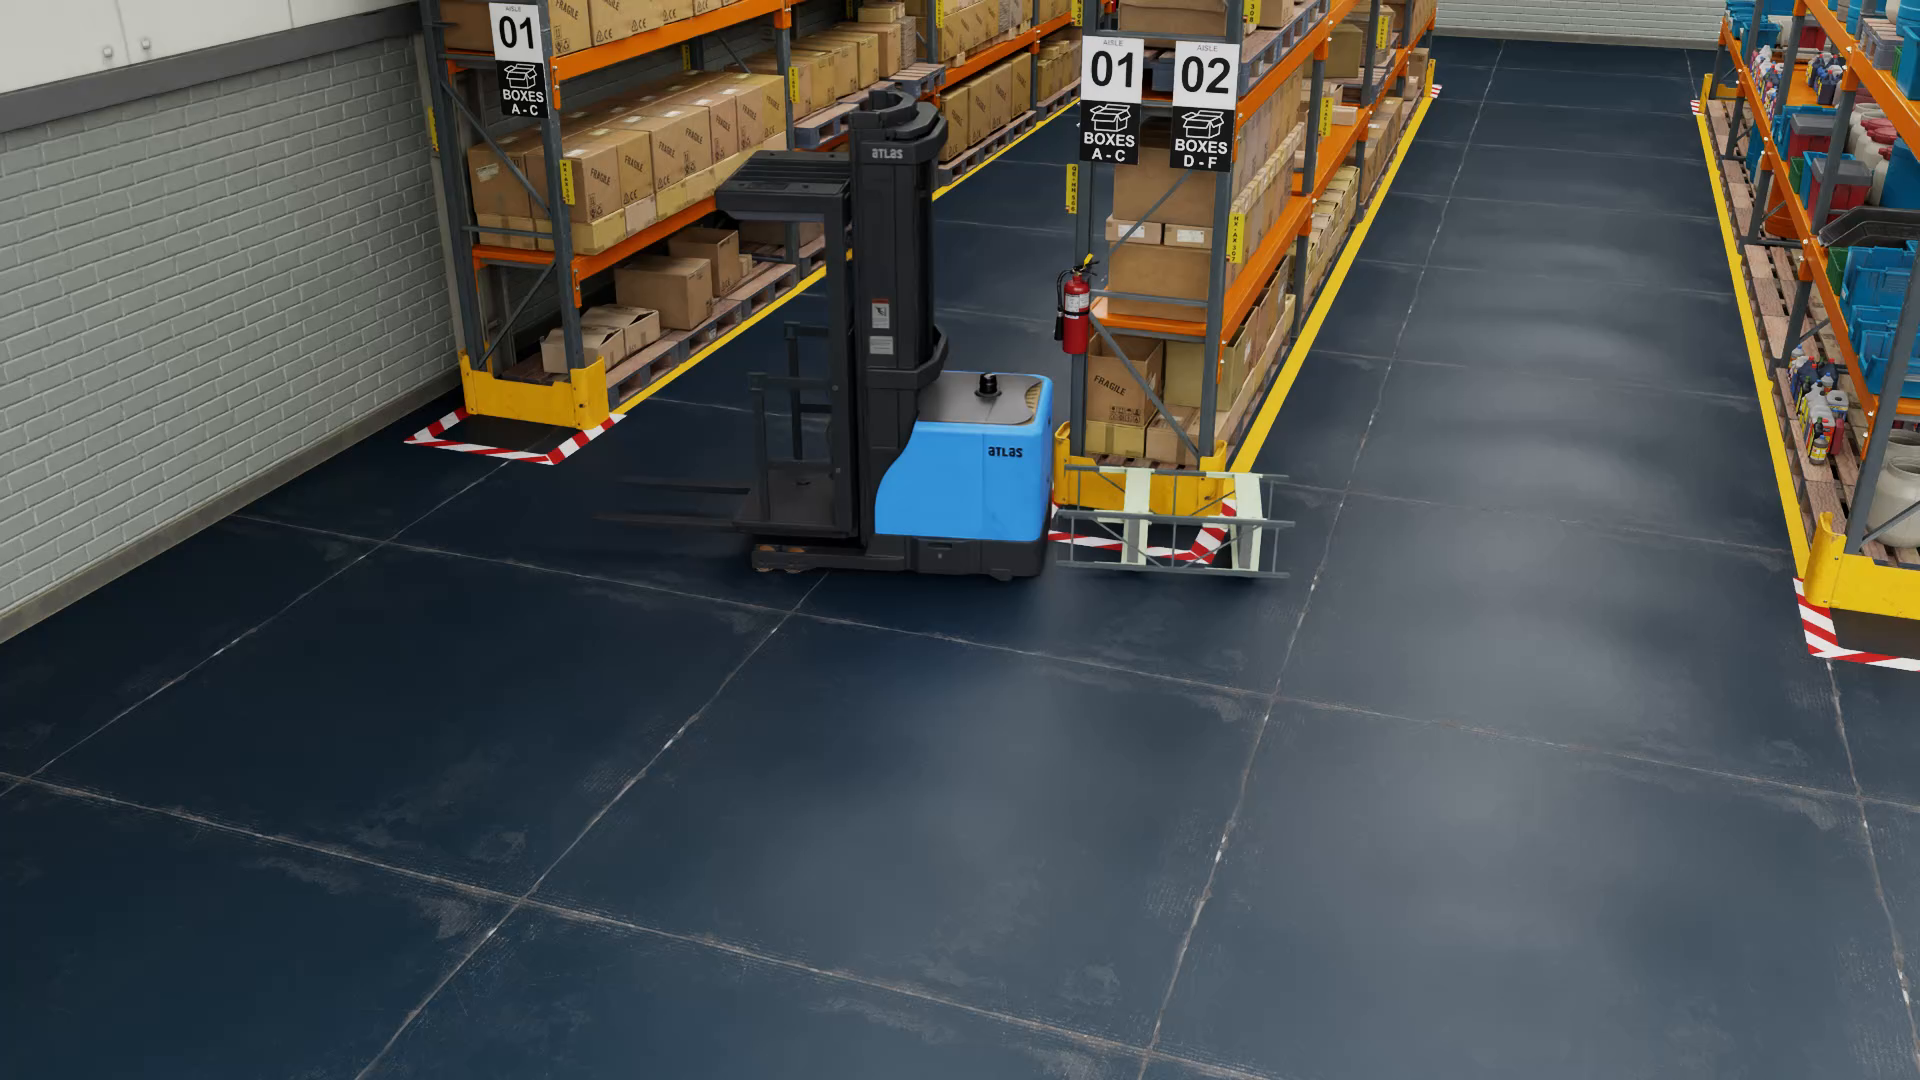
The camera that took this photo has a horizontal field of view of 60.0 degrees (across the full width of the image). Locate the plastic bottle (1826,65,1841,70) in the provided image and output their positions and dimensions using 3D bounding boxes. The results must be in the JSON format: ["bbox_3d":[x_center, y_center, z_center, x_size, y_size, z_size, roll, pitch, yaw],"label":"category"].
[{"bbox_3d":[9.808,-5.201,18.693,0.152,0.276,0.135,9,27,17],"label":"plastic bottle"}]

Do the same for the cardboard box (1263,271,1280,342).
[{"bbox_3d":[2.303,-1.913,13.571,0.500,0.500,0.500,9,27,17],"label":"cardboard box"}]

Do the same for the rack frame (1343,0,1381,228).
[{"bbox_3d":[3.922,-4.900,17.927,1.000,3.000,0.127,9,27,17],"label":"rack frame"}]

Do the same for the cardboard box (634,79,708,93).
[{"bbox_3d":[-2.610,-3.877,15.103,0.500,0.500,0.500,9,27,17],"label":"cardboard box"}]

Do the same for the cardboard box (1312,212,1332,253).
[{"bbox_3d":[3.306,-3.011,16.057,0.500,0.311,0.500,8,27,16],"label":"cardboard box"}]

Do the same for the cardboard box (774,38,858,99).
[{"bbox_3d":[-1.497,-4.924,17.357,0.700,0.500,0.500,13,29,24],"label":"cardboard box"}]

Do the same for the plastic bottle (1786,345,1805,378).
[{"bbox_3d":[6.742,-1.439,13.405,0.097,0.271,0.097,0,26,0],"label":"plastic bottle"}]

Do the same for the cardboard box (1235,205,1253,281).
[{"bbox_3d":[1.769,-2.267,12.375,0.700,0.500,0.500,9,27,18],"label":"cardboard box"}]

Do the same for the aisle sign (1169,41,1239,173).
[{"bbox_3d":[1.527,-2.711,10.423,0.394,0.787,0.004,9,27,17],"label":"aisle sign"}]

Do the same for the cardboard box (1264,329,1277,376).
[{"bbox_3d":[2.315,-1.573,13.731,0.500,0.250,0.500,9,27,17],"label":"cardboard box"}]

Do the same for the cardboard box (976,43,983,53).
[{"bbox_3d":[0.078,-6.246,20.973,0.380,0.149,0.250,9,27,18],"label":"cardboard box"}]

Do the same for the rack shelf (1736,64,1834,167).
[{"bbox_3d":[9.258,-4.678,18.295,1.077,0.370,4.000,9,27,17],"label":"rack shelf"}]

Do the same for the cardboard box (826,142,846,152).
[{"bbox_3d":[-1.539,-4.084,17.745,0.500,0.250,0.500,8,27,16],"label":"cardboard box"}]

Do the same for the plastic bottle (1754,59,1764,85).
[{"bbox_3d":[9.104,-5.317,18.924,0.061,0.283,0.133,9,27,17],"label":"plastic bottle"}]

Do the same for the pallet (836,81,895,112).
[{"bbox_3d":[-1.370,-4.711,17.757,1.003,0.211,1.213,9,27,17],"label":"pallet"}]

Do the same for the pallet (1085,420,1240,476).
[{"bbox_3d":[1.475,-0.677,12.406,1.003,0.211,1.213,9,27,17],"label":"pallet"}]

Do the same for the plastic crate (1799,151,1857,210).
[{"bbox_3d":[7.335,-3.027,14.078,0.392,0.384,0.575,9,27,17],"label":"plastic crate"}]

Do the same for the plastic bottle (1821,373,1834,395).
[{"bbox_3d":[6.667,-1.157,12.824,0.097,0.271,0.097,0,26,0],"label":"plastic bottle"}]

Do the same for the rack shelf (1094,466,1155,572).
[{"bbox_3d":[1.084,-0.150,10.996,0.370,0.431,0.720,3,26,6],"label":"rack shelf"}]

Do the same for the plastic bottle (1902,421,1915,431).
[{"bbox_3d":[7.090,-0.924,12.336,0.152,0.276,0.135,9,27,18],"label":"plastic bottle"}]

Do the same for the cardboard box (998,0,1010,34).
[{"bbox_3d":[0.329,-6.805,21.385,0.500,0.500,0.500,9,27,18],"label":"cardboard box"}]

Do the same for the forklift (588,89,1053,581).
[{"bbox_3d":[-0.926,-1.326,10.626,3.031,2.935,1.130,3,26,7],"label":"forklift"}]

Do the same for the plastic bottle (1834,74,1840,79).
[{"bbox_3d":[9.571,-4.951,18.181,0.097,0.271,0.097,0,26,0],"label":"plastic bottle"}]

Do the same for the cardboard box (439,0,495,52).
[{"bbox_3d":[-3.512,-3.941,12.368,0.500,0.500,0.500,11,28,21],"label":"cardboard box"}]

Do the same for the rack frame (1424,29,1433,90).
[{"bbox_3d":[6.585,-8.187,24.717,1.000,3.000,0.127,9,27,17],"label":"rack frame"}]

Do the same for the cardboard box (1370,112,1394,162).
[{"bbox_3d":[5.020,-4.964,20.424,0.500,0.500,0.500,9,27,18],"label":"cardboard box"}]

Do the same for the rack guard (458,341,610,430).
[{"bbox_3d":[-3.387,-1.235,13.227,1.175,0.500,0.348,9,27,17],"label":"rack guard"}]

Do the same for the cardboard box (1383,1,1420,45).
[{"bbox_3d":[5.680,-6.758,21.651,0.500,0.500,0.500,9,27,19],"label":"cardboard box"}]

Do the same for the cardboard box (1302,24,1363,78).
[{"bbox_3d":[4.026,-5.409,18.382,0.700,0.500,0.500,0,26,0],"label":"cardboard box"}]

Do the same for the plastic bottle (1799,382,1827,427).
[{"bbox_3d":[6.397,-1.018,12.445,0.144,0.351,0.185,9,27,17],"label":"plastic bottle"}]

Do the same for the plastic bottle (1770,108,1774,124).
[{"bbox_3d":[8.380,-4.363,17.047,0.097,0.201,0.097,0,26,0],"label":"plastic bottle"}]

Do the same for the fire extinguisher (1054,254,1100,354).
[{"bbox_3d":[0.783,-1.596,11.193,0.296,0.674,0.183,9,27,17],"label":"fire extinguisher"}]

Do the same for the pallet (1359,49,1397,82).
[{"bbox_3d":[4.565,-5.613,19.621,1.003,0.211,1.213,9,27,17],"label":"pallet"}]

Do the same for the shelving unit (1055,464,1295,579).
[{"bbox_3d":[1.408,-0.132,10.960,1.500,0.431,0.755,3,26,6],"label":"shelving unit"}]

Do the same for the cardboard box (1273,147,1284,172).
[{"bbox_3d":[2.363,-3.032,13.211,0.380,0.149,0.250,9,27,17],"label":"cardboard box"}]

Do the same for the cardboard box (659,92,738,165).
[{"bbox_3d":[-2.285,-3.601,14.534,0.500,0.500,0.500,8,27,16],"label":"cardboard box"}]

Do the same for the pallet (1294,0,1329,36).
[{"bbox_3d":[2.332,-4.212,13.166,1.003,0.211,1.213,9,27,17],"label":"pallet"}]

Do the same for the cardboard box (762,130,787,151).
[{"bbox_3d":[-1.953,-3.675,15.548,0.500,0.250,0.500,9,27,18],"label":"cardboard box"}]

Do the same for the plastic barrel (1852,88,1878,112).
[{"bbox_3d":[8.724,-4.006,15.926,0.600,0.536,0.708,9,27,17],"label":"plastic barrel"}]

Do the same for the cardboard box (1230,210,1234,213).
[{"bbox_3d":[1.679,-2.188,11.467,0.380,0.149,0.250,8,27,16],"label":"cardboard box"}]

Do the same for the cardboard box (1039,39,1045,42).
[{"bbox_3d":[1.036,-7.307,24.541,0.380,0.149,0.250,9,27,18],"label":"cardboard box"}]

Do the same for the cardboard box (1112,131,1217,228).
[{"bbox_3d":[1.445,-2.453,11.270,0.700,0.500,0.500,9,27,18],"label":"cardboard box"}]

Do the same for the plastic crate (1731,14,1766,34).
[{"bbox_3d":[10.424,-6.824,22.025,0.416,0.233,0.300,9,27,17],"label":"plastic crate"}]

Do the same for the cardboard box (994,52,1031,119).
[{"bbox_3d":[0.487,-6.196,22.589,0.750,0.750,0.750,9,27,18],"label":"cardboard box"}]

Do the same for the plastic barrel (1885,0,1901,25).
[{"bbox_3d":[6.933,-3.977,11.969,0.421,0.512,0.421,0,26,0],"label":"plastic barrel"}]

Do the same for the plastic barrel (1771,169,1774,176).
[{"bbox_3d":[9.115,-3.951,18.253,0.600,0.588,0.708,9,27,17],"label":"plastic barrel"}]

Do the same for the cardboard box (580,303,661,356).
[{"bbox_3d":[-2.907,-1.822,14.152,0.500,0.311,0.500,11,28,22],"label":"cardboard box"}]

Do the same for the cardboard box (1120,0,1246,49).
[{"bbox_3d":[1.456,-3.496,10.825,0.797,0.503,0.637,11,28,21],"label":"cardboard box"}]

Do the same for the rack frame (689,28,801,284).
[{"bbox_3d":[-2.081,-3.973,16.013,1.000,3.000,0.127,9,27,17],"label":"rack frame"}]

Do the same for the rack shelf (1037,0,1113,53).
[{"bbox_3d":[1.247,-7.758,24.657,1.077,0.370,4.000,9,27,17],"label":"rack shelf"}]

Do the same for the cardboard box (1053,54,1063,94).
[{"bbox_3d":[1.097,-6.823,24.285,0.700,0.500,0.500,8,27,17],"label":"cardboard box"}]

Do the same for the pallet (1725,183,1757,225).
[{"bbox_3d":[9.223,-3.754,18.762,1.003,0.211,1.213,9,27,17],"label":"pallet"}]

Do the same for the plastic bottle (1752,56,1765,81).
[{"bbox_3d":[9.224,-5.437,19.184,0.097,0.271,0.097,0,26,0],"label":"plastic bottle"}]

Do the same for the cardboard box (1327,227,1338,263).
[{"bbox_3d":[3.471,-2.969,16.613,0.500,0.250,0.500,9,27,18],"label":"cardboard box"}]

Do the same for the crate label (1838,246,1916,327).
[{"bbox_3d":[6.288,-1.704,11.286,0.502,0.435,0.616,9,27,17],"label":"crate label"}]

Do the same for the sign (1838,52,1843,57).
[{"bbox_3d":[10.442,-5.867,19.609,0.100,0.325,0.005,9,27,17],"label":"sign"}]

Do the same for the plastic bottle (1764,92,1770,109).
[{"bbox_3d":[8.651,-4.698,17.739,0.097,0.201,0.097,0,26,0],"label":"plastic bottle"}]
